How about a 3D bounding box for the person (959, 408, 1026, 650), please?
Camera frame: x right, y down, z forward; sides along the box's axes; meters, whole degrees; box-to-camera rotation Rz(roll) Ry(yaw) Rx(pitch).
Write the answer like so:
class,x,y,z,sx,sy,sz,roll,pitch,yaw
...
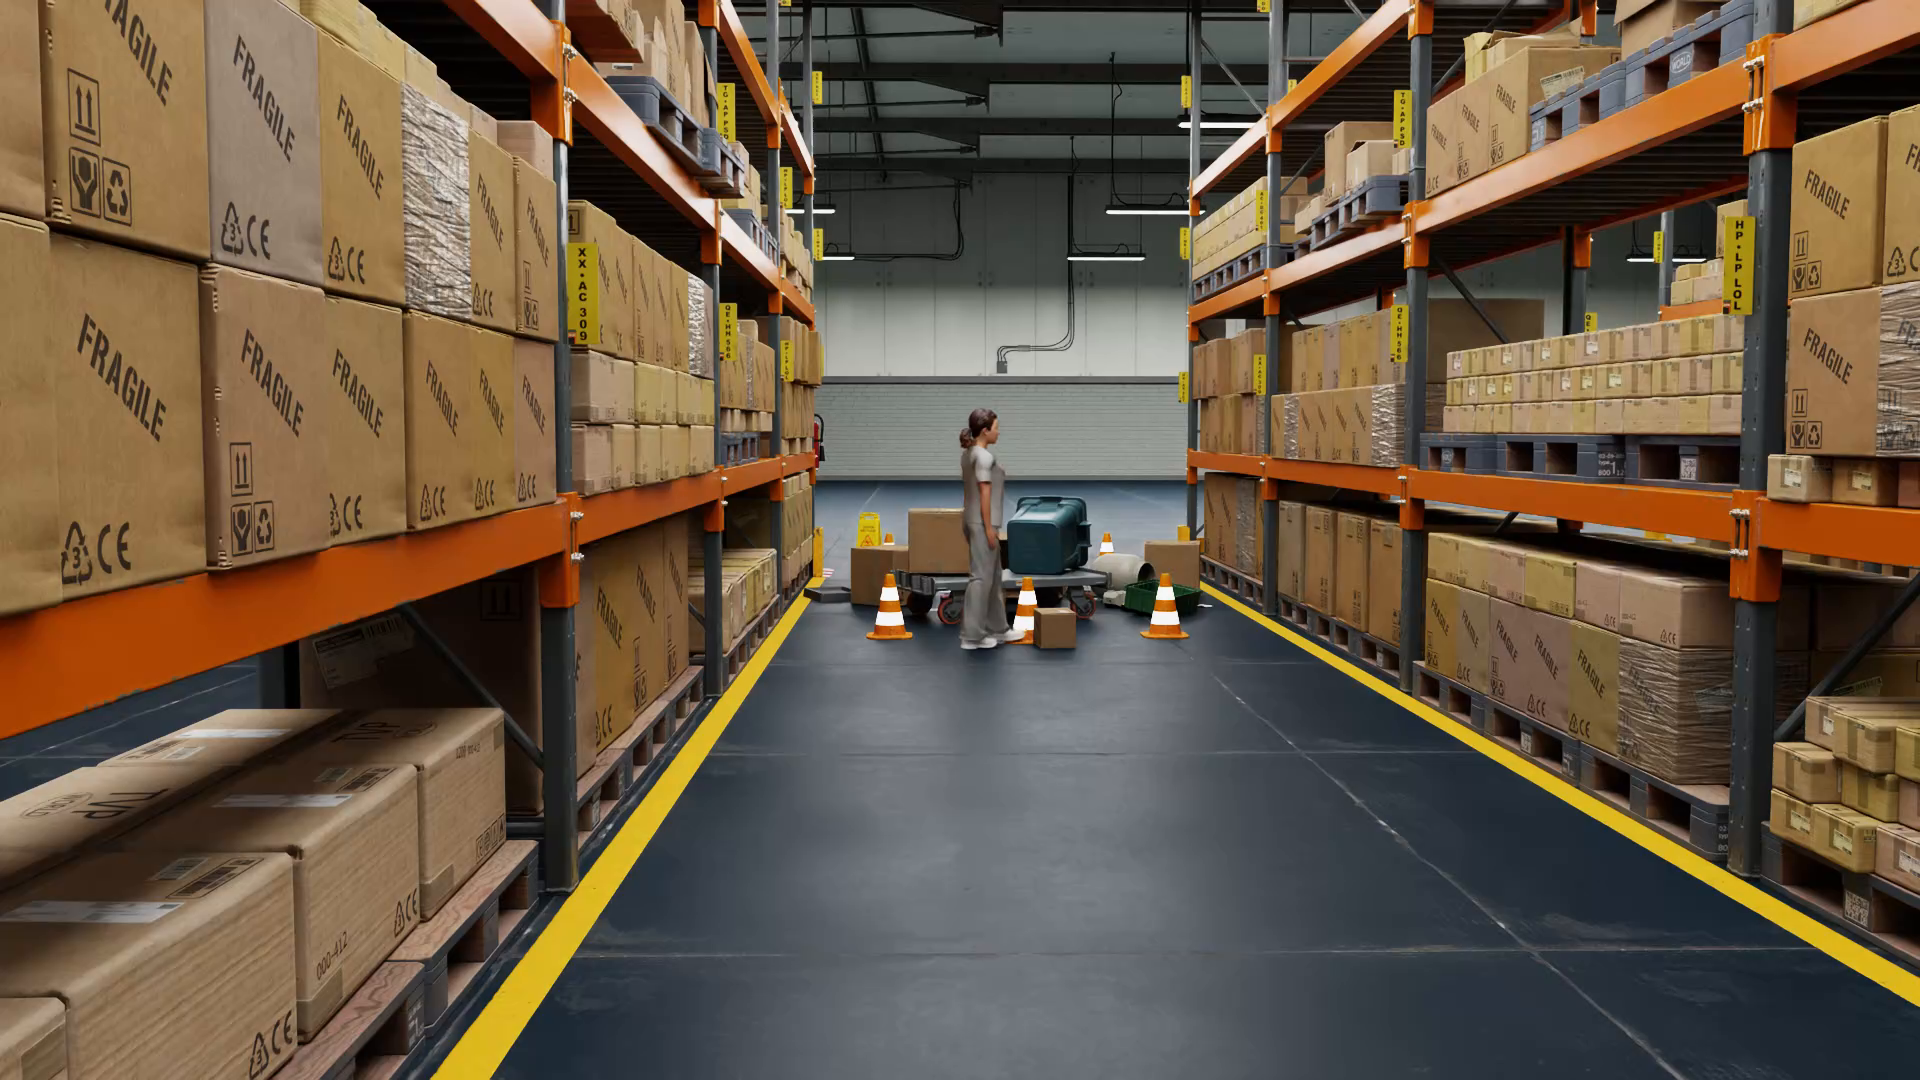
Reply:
class,x,y,z,sx,sy,sz,roll,pitch,yaw
person,0.233,-0.084,11.650,0.573,1.671,0.457,-1,4,-18
